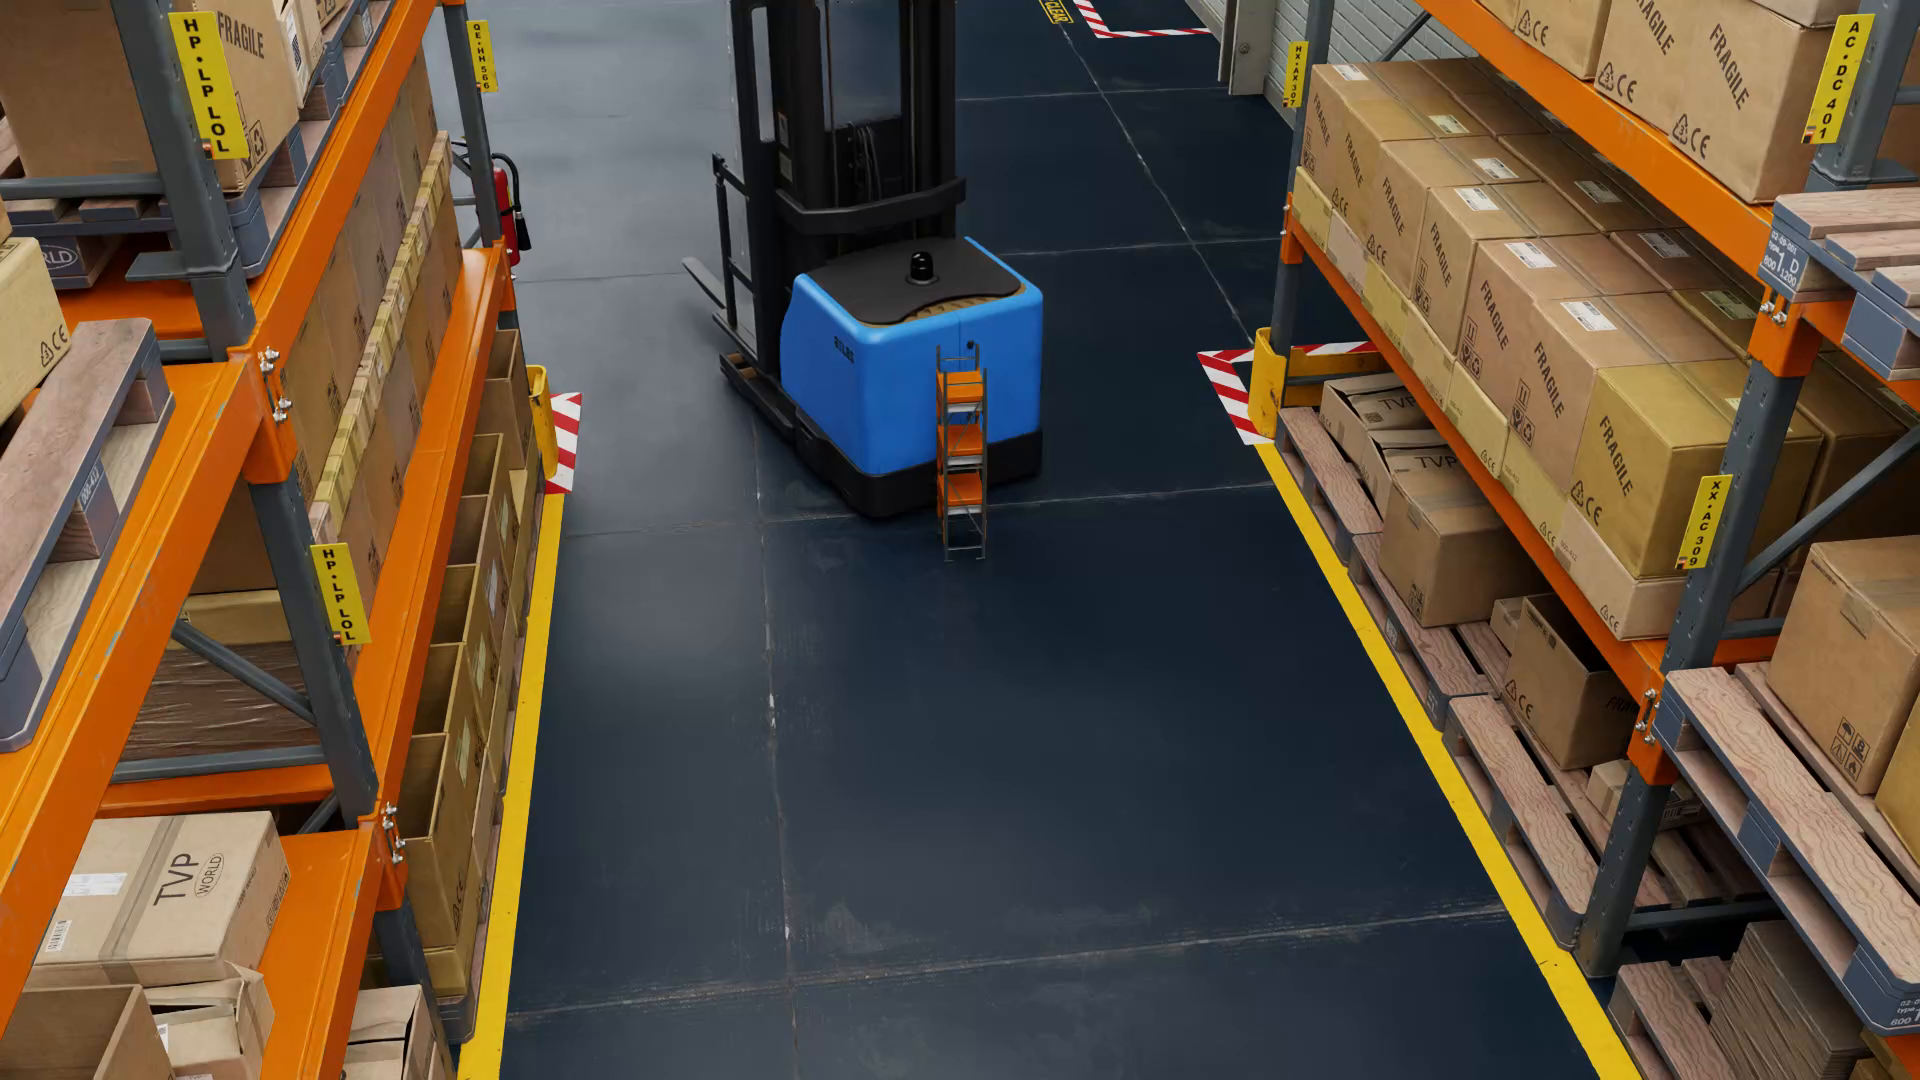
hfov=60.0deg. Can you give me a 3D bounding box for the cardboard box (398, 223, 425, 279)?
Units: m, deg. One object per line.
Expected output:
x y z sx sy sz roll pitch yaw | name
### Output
-2.340 -1.128 6.577 0.380 0.149 0.250 -3 34 -5 | cardboard box

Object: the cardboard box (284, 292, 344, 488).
-2.316 -0.467 5.031 0.700 0.500 0.500 -4 35 -6 | cardboard box

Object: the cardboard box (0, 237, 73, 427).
-2.108 -0.367 3.222 0.500 0.250 0.500 -1 34 -1 | cardboard box

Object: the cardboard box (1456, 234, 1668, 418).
2.227 -0.795 6.202 0.500 0.500 0.500 -5 35 -8 | cardboard box

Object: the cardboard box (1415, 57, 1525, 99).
2.463 -1.979 7.941 0.500 0.500 0.500 -5 35 -7 | cardboard box

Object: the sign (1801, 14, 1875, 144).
2.191 -1.146 4.145 0.100 0.325 0.005 -4 35 -6 | sign

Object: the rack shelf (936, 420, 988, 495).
0.007 -0.395 7.917 0.215 0.259 0.240 -4 35 -6 | rack shelf

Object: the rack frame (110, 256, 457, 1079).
-2.181 0.639 4.649 1.000 3.000 0.127 -4 35 -6 | rack frame

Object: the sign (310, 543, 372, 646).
-1.645 0.147 4.413 0.100 0.325 0.005 -4 35 -6 | sign

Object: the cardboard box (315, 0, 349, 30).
-2.277 -1.803 4.980 0.797 0.503 0.637 -1 34 -1 | cardboard box

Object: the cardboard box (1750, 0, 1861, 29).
2.391 -1.699 4.422 0.500 0.500 0.500 -7 35 -10 | cardboard box

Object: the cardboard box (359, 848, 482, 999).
-1.943 1.320 5.718 0.500 0.250 0.500 -4 35 -6 | cardboard box

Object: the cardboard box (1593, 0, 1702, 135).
2.359 -1.574 5.125 0.500 0.500 0.500 -7 35 -10 | cardboard box

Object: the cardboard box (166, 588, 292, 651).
-2.025 0.165 4.679 0.380 0.149 0.250 -4 35 -6 | cardboard box

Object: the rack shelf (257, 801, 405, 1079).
-1.912 2.052 3.213 1.077 0.370 4.000 -4 35 -6 | rack shelf

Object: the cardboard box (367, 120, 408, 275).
-2.517 -1.305 6.261 0.700 0.500 0.500 -4 35 -6 | cardboard box

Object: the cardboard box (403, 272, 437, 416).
-2.532 -0.803 6.675 0.700 0.500 0.500 -4 34 -6 | cardboard box

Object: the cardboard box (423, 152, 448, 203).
-2.442 -1.558 7.207 0.380 0.149 0.250 -4 34 -5 | cardboard box

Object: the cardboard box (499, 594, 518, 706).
-2.140 0.483 6.947 0.500 0.250 0.500 -4 35 -6 | cardboard box

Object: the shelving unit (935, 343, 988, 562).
0.007 -0.404 7.911 0.215 1.050 0.252 -4 35 -6 | shelving unit

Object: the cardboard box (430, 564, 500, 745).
-2.068 0.451 6.327 0.500 0.500 0.500 -4 35 -6 | cardboard box

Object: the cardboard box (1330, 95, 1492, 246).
2.012 -1.661 7.473 0.500 0.500 0.500 -4 35 -6 | cardboard box

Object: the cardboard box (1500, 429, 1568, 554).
2.304 -0.204 6.002 0.500 0.250 0.500 -4 35 -6 | cardboard box

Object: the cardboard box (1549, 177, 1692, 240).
2.663 -1.129 6.692 0.500 0.500 0.500 -4 34 -6 | cardboard box

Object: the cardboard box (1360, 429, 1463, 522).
2.270 -0.330 8.067 0.500 0.311 0.500 -2 34 -2 | cardboard box

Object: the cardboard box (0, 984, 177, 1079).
-2.023 1.322 3.558 0.500 0.500 0.500 -2 34 -3 | cardboard box

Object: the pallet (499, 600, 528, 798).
-2.414 0.662 7.091 1.003 0.211 1.213 -4 35 -6 | pallet

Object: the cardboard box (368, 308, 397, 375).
-2.237 -0.699 5.947 0.380 0.149 0.250 -5 35 -7 | cardboard box

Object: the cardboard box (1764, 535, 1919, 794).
2.762 0.325 4.630 0.700 0.500 0.500 -4 35 -6 | cardboard box

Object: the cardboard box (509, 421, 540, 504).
-2.354 -0.353 8.174 0.500 0.250 0.500 -4 35 -6 | cardboard box

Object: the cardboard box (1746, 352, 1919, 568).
2.871 -0.272 5.436 0.500 0.500 0.500 -5 35 -7 | cardboard box

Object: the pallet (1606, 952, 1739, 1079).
2.833 1.849 5.350 1.003 0.211 1.213 -4 35 -6 | pallet

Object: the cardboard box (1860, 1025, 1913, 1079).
2.905 1.458 4.610 0.500 0.250 0.500 -5 35 -7 | cardboard box

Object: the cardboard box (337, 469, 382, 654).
-2.324 0.057 5.414 0.700 0.500 0.500 -5 35 -7 | cardboard box

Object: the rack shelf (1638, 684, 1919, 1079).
2.996 1.675 3.767 1.077 0.370 4.000 -4 35 -6 | rack shelf

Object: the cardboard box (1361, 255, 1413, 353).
2.087 -1.047 7.238 0.500 0.250 0.500 -5 35 -7 | cardboard box

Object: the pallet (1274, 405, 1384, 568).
2.274 -0.320 8.531 1.003 0.211 1.213 -4 35 -6 | pallet

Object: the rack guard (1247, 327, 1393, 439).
2.199 -0.895 9.119 1.175 0.500 0.348 -4 35 -6 | rack guard

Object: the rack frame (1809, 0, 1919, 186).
2.727 -2.217 3.513 1.000 3.000 0.127 -4 35 -6 | rack frame

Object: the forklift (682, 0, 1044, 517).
-0.723 -2.135 8.780 1.130 2.935 3.031 -17 38 -23 | forklift

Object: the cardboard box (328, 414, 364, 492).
-2.132 -0.265 5.310 0.380 0.149 0.250 -5 35 -7 | cardboard box

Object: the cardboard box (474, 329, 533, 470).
-2.352 -0.663 7.963 0.500 0.500 0.500 -4 35 -6 | cardboard box

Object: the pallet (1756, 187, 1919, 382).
2.705 -0.547 3.893 1.213 0.211 1.003 -4 35 -6 | pallet

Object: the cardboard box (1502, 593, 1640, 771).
2.548 0.537 6.628 0.500 0.500 0.500 -7 35 -10 | cardboard box

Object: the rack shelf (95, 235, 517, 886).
-2.450 -0.180 6.489 1.077 0.370 4.000 -4 35 -6 | rack shelf

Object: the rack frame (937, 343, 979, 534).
-0.009 -0.472 8.010 0.200 1.050 0.008 -4 35 -6 | rack frame
